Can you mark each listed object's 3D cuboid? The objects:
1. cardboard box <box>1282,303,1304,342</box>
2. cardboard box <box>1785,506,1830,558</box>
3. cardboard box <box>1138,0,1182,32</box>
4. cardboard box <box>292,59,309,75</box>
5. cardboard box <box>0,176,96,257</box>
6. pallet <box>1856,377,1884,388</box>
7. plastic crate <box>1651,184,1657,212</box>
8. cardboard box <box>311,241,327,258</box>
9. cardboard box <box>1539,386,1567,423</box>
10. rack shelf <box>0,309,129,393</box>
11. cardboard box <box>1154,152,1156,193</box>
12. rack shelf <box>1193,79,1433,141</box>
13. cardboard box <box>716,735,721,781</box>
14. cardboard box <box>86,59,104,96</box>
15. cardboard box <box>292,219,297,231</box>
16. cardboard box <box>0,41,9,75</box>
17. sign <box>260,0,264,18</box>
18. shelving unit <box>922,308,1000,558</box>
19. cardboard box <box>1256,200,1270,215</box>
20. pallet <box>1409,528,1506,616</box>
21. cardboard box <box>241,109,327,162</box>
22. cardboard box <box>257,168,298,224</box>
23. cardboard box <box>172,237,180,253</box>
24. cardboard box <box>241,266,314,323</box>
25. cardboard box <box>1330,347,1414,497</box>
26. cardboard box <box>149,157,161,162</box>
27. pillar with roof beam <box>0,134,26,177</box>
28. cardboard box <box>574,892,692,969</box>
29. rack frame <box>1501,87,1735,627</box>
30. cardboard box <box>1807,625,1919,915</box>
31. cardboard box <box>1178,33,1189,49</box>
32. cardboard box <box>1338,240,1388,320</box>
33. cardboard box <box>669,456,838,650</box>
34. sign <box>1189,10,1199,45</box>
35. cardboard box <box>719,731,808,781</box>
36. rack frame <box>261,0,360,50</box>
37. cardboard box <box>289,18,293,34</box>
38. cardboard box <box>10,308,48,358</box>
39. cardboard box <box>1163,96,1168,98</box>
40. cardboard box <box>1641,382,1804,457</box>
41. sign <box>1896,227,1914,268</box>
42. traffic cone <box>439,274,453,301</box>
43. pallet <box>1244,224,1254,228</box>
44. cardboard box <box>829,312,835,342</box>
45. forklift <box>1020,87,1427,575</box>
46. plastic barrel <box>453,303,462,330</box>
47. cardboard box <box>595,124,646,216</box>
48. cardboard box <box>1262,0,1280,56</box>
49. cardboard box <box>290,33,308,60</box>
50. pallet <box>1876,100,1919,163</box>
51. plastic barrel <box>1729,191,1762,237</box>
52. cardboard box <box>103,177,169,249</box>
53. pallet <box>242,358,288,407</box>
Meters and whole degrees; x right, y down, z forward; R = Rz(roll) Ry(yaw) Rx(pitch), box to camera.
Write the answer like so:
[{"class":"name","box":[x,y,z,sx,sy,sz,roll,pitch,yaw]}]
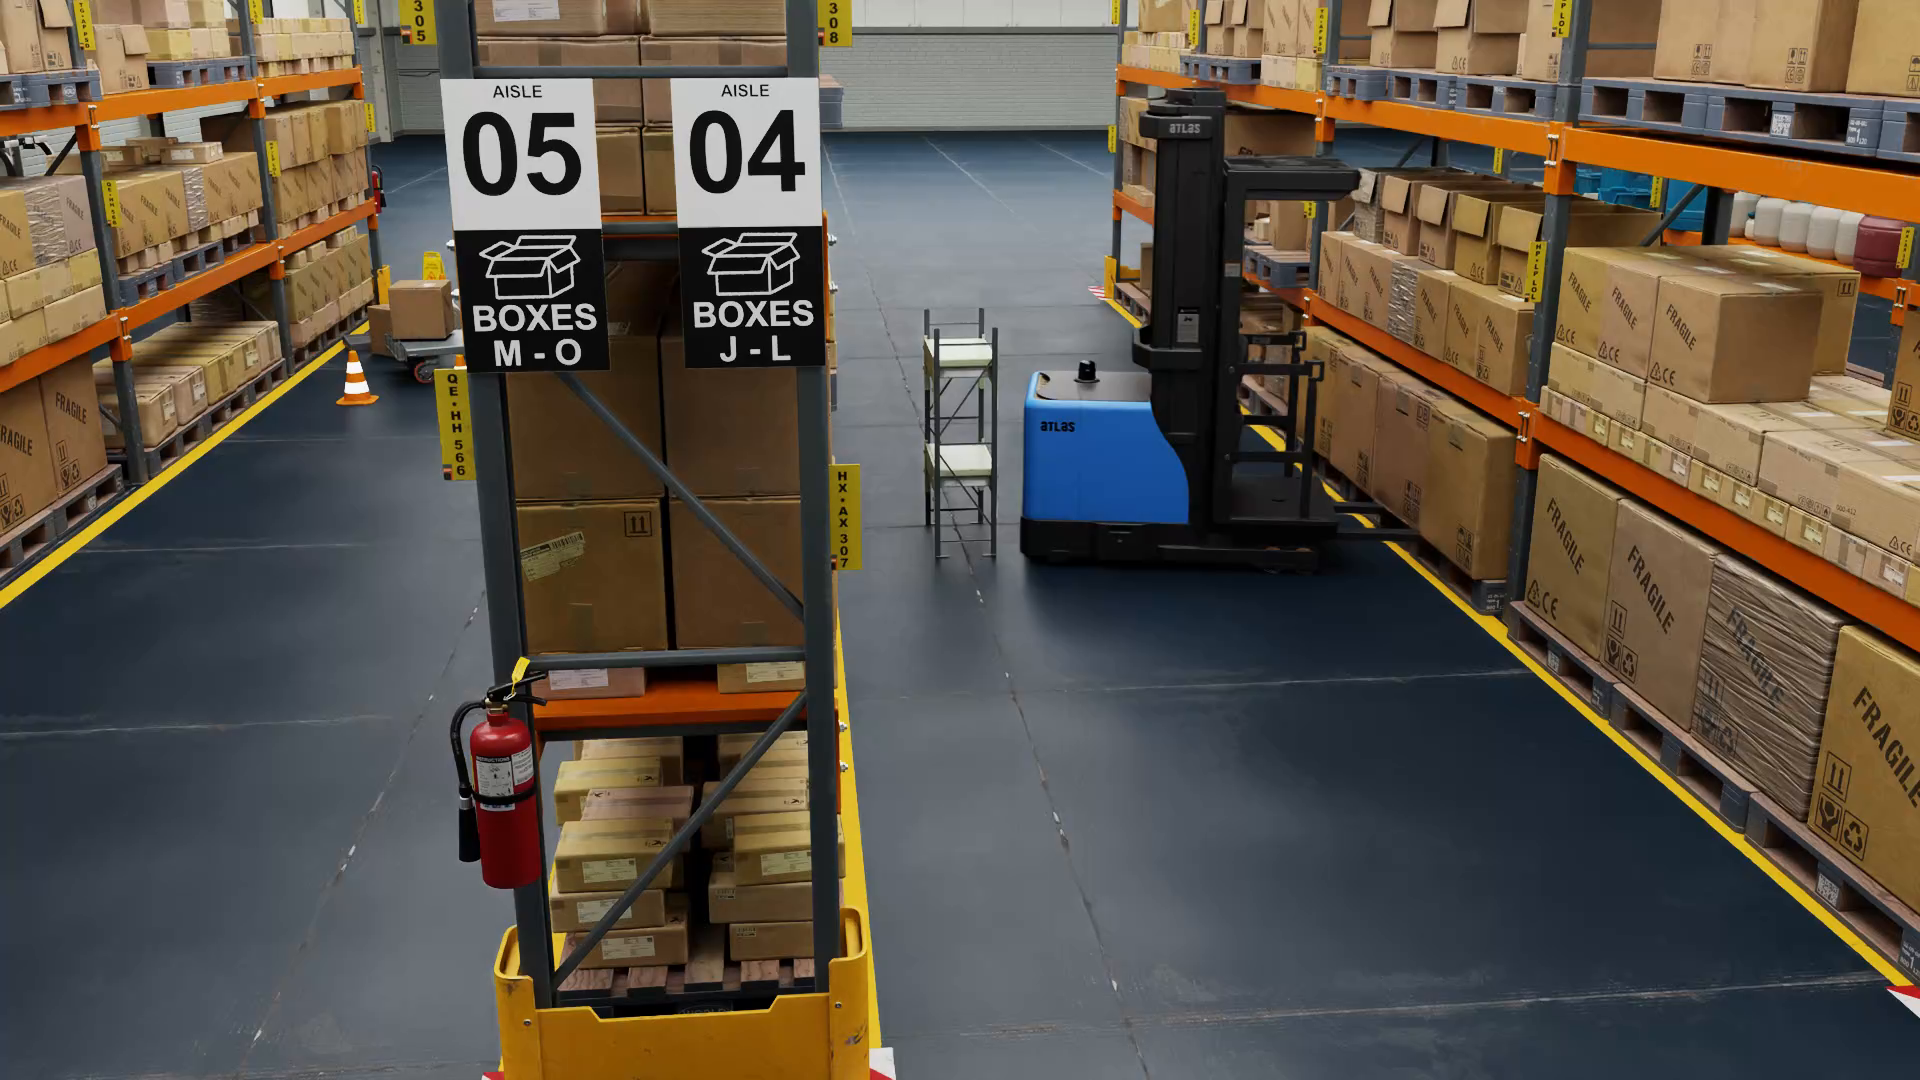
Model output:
[{"class":"cardboard box","box":[3.071,-1.874,14.326,0.500,0.250,0.500,0,17,1]},{"class":"cardboard box","box":[3.589,-0.039,6.714,0.380,0.149,0.250,-2,18,-7]},{"class":"cardboard box","box":[2.294,-5.935,18.567,0.500,0.500,0.500,-2,18,-6]},{"class":"cardboard box","box":[-6.869,-4.827,16.955,0.380,0.149,0.250,-2,18,-7]},{"class":"cardboard box","box":[-6.309,-2.215,11.389,0.500,0.500,0.500,-2,18,-7]},{"class":"pallet","box":[8.120,-1.197,14.638,1.003,0.211,1.213,-2,18,-6]},{"class":"plastic crate","box":[7.822,-3.618,17.796,0.767,0.338,0.504,-2,18,-6]},{"class":"cardboard box","box":[-6.866,-3.040,17.408,0.380,0.149,0.250,-1,17,-2]},{"class":"cardboard box","box":[3.347,-0.733,8.922,0.380,0.149,0.250,-2,18,-6]},{"class":"rack shelf","box":[-6.416,-0.897,10.229,1.077,0.370,4.000,-2,18,-6]},{"class":"cardboard box","box":[2.659,-4.106,18.585,0.875,0.500,0.500,-2,18,-6]},{"class":"rack shelf","box":[3.029,-3.826,14.551,1.077,0.370,4.000,-2,18,-6]},{"class":"cardboard box","box":[-0.808,0.908,6.838,0.380,0.149,0.250,-3,18,-8]},{"class":"cardboard box","box":[-6.512,-3.379,12.148,0.396,0.266,0.258,-2,18,-6]},{"class":"cardboard box","box":[-6.883,-3.164,16.667,0.380,0.149,0.250,-2,18,-6]},{"class":"cardboard box","box":[-6.132,-3.004,10.254,0.396,0.266,0.258,-2,18,-7]},{"class":"sign","box":[-7.987,-6.051,18.977,0.100,0.325,0.005,-2,18,-6]},{"class":"shelving unit","box":[-0.001,-0.718,10.959,0.431,1.500,0.755,-2,18,-6]},{"class":"cardboard box","box":[3.093,-3.070,15.076,0.797,0.503,0.637,0,17,0]},{"class":"pallet","box":[3.493,0.152,10.341,1.003,0.211,1.213,-2,18,-6]},{"class":"cardboard box","box":[-6.920,-4.136,17.011,0.700,0.500,0.500,-2,18,-7]},{"class":"cardboard box","box":[-6.803,-3.358,16.200,0.500,0.500,0.500,-2,18,-6]},{"class":"cardboard box","box":[-6.627,-2.423,13.605,0.380,0.149,0.250,-1,17,-3]},{"class":"cardboard box","box":[-6.827,-2.459,16.638,0.500,0.500,0.500,-1,17,-3]},{"class":"cardboard box","box":[3.370,-0.857,11.746,1.225,0.875,0.875,-2,18,-5]},{"class":"cardboard box","box":[-7.219,-3.120,14.744,0.500,0.500,0.500,-2,18,-5]},{"class":"pillar with roof beam","box":[-9.545,-8.613,23.589,9.100,9.000,0.400,-2,18,-6]},{"class":"cardboard box","box":[-1.145,1.373,5.853,0.380,0.149,0.250,-1,17,-5]},{"class":"rack frame","box":[3.648,-0.951,9.198,1.000,3.000,0.127,-2,18,-6]},{"class":"cardboard box","box":[3.915,0.866,6.257,0.875,0.875,0.875,-2,18,-6]},{"class":"cardboard box","box":[2.453,-5.127,17.076,0.380,0.149,0.250,-3,18,-8]},{"class":"cardboard box","box":[3.070,-1.884,12.002,0.500,0.500,0.500,-2,18,-7]},{"class":"cardboard box","box":[-0.655,0.032,5.404,0.500,0.500,0.500,-1,17,-3]},{"class":"sign","box":[2.284,-4.993,16.203,0.100,0.325,0.005,-2,18,-6]},{"class":"cardboard box","box":[-0.754,0.845,6.544,0.380,0.149,0.250,-3,18,-8]},{"class":"rack frame","box":[-7.447,-7.082,18.712,1.000,3.000,0.127,-2,18,-6]},{"class":"cardboard box","box":[-6.893,-5.131,16.593,0.380,0.149,0.250,-2,18,-7]},{"class":"cardboard box","box":[-6.207,-1.320,10.624,0.500,0.250,0.500,-2,18,-6]},{"class":"cardboard box","box":[2.713,-5.037,19.879,0.500,0.500,0.500,-2,18,-6]},{"class":"cardboard box","box":[3.541,-0.571,7.741,0.500,0.250,0.500,-1,17,-4]},{"class":"sign","box":[7.615,-2.354,13.396,0.100,0.325,0.005,-2,18,-6]},{"class":"traffic cone","box":[-6.120,-2.921,19.710,0.336,0.463,0.334,-2,18,-6]},{"class":"pallet","box":[2.757,-3.011,16.079,1.003,0.211,1.213,-2,18,-6]},{"class":"cardboard box","box":[-0.879,-1.182,9.155,0.380,0.149,0.250,-1,17,-5]},{"class":"forklift","box":[1.934,-1.347,10.575,3.031,2.935,1.130,2,17,5]},{"class":"plastic barrel","box":[-5.728,-2.422,18.186,0.512,0.421,0.421,11,21,32]},{"class":"cardboard box","box":[-1.194,-1.123,4.989,0.500,0.250,0.500,-2,18,-7]},{"class":"cardboard box","box":[2.838,-4.295,13.840,0.500,0.500,0.500,-1,17,-5]},{"class":"cardboard box","box":[-6.909,-4.972,16.753,0.500,0.250,0.500,-2,18,-5]},{"class":"pallet","box":[3.973,-1.369,5.669,1.003,0.211,1.213,-2,18,-6]},{"class":"plastic barrel","box":[7.630,-3.260,16.328,0.433,0.535,0.433,0,17,0]},{"class":"cardboard box","box":[-6.499,-2.523,12.840,0.500,0.500,0.500,-1,17,-3]},{"class":"pallet","box":[-6.953,-1.466,15.494,1.003,0.211,1.213,-2,18,-6]}]
